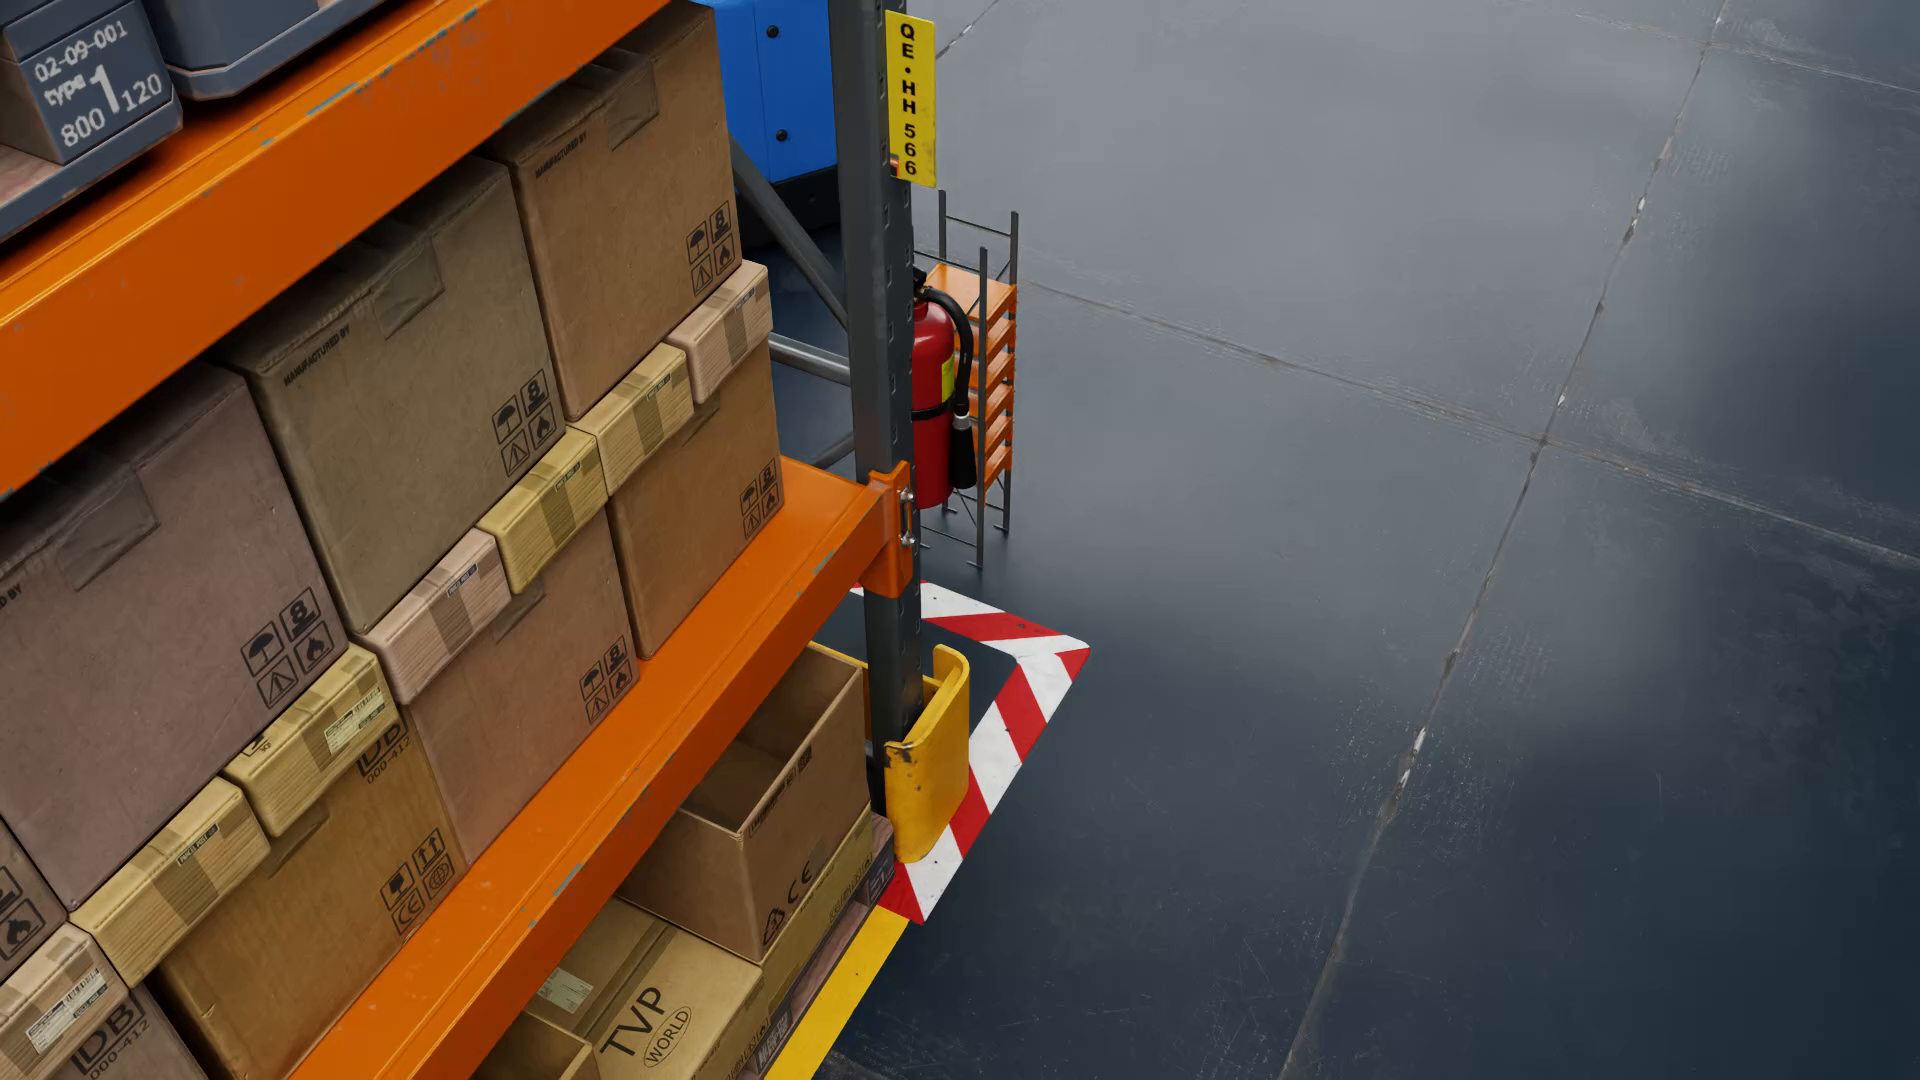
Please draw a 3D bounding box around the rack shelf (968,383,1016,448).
[{"bbox_3d":[0.007,-0.400,4.864,0.258,0.103,0.180,20,49,19],"label":"rack shelf"}]

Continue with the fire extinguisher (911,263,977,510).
[{"bbox_3d":[-0.096,-0.361,3.552,0.296,0.674,0.183,20,49,19],"label":"fire extinguisher"}]

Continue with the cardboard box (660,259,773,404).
[{"bbox_3d":[-0.571,-0.427,3.036,0.380,0.149,0.250,20,49,18],"label":"cardboard box"}]

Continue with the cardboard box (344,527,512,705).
[{"bbox_3d":[-0.928,0.058,2.558,0.380,0.149,0.250,21,49,20],"label":"cardboard box"}]

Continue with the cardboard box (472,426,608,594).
[{"bbox_3d":[-0.809,-0.100,2.714,0.380,0.149,0.250,20,49,18],"label":"cardboard box"}]

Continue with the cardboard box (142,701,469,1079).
[{"bbox_3d":[-1.265,0.431,2.645,0.700,0.500,0.500,21,49,19],"label":"cardboard box"}]

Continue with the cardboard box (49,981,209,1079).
[{"bbox_3d":[-1.506,0.764,2.316,0.700,0.500,0.500,22,49,20],"label":"cardboard box"}]

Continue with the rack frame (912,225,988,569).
[{"bbox_3d":[-0.036,-0.373,4.775,0.240,1.200,0.006,20,49,19],"label":"rack frame"}]

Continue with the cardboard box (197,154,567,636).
[{"bbox_3d":[-1.054,-0.302,2.457,0.700,0.500,0.500,19,48,18],"label":"cardboard box"}]

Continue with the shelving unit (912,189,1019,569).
[{"bbox_3d":[0.007,-0.431,4.832,0.258,1.200,0.189,20,49,19],"label":"shelving unit"}]

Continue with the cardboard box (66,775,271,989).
[{"bbox_3d":[-1.170,0.390,2.230,0.380,0.149,0.250,22,49,20],"label":"cardboard box"}]

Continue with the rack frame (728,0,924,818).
[{"bbox_3d":[-0.562,-0.467,3.603,1.000,3.000,0.127,20,49,19],"label":"rack frame"}]

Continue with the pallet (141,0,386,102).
[{"bbox_3d":[-0.913,-1.054,2.135,1.003,0.211,1.213,20,49,19],"label":"pallet"}]

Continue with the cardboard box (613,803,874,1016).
[{"bbox_3d":[-0.549,0.787,4.001,0.500,0.250,0.500,20,49,19],"label":"cardboard box"}]

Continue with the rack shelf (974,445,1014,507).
[{"bbox_3d":[0.007,-0.231,5.035,0.258,0.103,0.180,20,49,19],"label":"rack shelf"}]

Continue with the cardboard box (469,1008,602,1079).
[{"bbox_3d":[-0.998,1.159,3.106,0.500,0.500,0.500,20,49,19],"label":"cardboard box"}]

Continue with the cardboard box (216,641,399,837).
[{"bbox_3d":[-1.050,0.223,2.394,0.380,0.149,0.250,22,49,20],"label":"cardboard box"}]

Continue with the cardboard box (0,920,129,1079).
[{"bbox_3d":[-1.289,0.551,2.070,0.380,0.149,0.250,20,49,19],"label":"cardboard box"}]

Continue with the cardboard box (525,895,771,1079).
[{"bbox_3d":[-0.771,1.106,3.686,0.500,0.250,0.500,20,49,19],"label":"cardboard box"}]

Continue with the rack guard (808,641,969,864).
[{"bbox_3d":[-0.551,0.396,4.507,1.175,0.500,0.348,20,49,19],"label":"rack guard"}]

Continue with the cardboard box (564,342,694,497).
[{"bbox_3d":[-0.691,-0.261,2.873,0.380,0.149,0.250,22,49,20],"label":"cardboard box"}]

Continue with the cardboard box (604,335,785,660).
[{"bbox_3d":[-0.790,-0.212,3.281,0.700,0.500,0.500,20,49,19],"label":"cardboard box"}]

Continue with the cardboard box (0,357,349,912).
[{"bbox_3d":[-1.287,0.016,2.143,0.700,0.500,0.500,21,49,19],"label":"cardboard box"}]

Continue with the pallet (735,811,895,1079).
[{"bbox_3d":[-0.880,1.009,4.105,1.003,0.211,1.213,20,49,19],"label":"pallet"}]

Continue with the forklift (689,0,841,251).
[{"bbox_3d":[-1.405,-3.060,6.213,1.130,2.935,3.031,-21,49,-19],"label":"forklift"}]

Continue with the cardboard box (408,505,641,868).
[{"bbox_3d":[-1.029,0.120,2.952,0.700,0.500,0.500,22,49,20],"label":"cardboard box"}]

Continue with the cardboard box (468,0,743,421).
[{"bbox_3d":[-0.815,-0.635,2.786,0.700,0.500,0.500,21,49,19],"label":"cardboard box"}]

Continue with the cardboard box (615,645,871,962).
[{"bbox_3d":[-0.547,0.524,3.734,0.500,0.500,0.500,20,49,19],"label":"cardboard box"}]

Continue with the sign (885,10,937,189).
[{"bbox_3d":[-0.088,-0.769,2.921,0.100,0.325,0.005,20,49,19],"label":"sign"}]

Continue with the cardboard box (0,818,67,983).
[{"bbox_3d":[-1.520,0.331,1.831,0.700,0.500,0.500,20,49,19],"label":"cardboard box"}]

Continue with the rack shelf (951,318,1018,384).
[{"bbox_3d":[0.007,-0.568,4.693,0.258,0.103,0.180,20,49,19],"label":"rack shelf"}]

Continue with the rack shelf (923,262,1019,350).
[{"bbox_3d":[0.007,-0.653,4.608,0.258,0.103,0.180,20,49,19],"label":"rack shelf"}]

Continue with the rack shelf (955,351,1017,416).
[{"bbox_3d":[0.007,-0.484,4.779,0.258,0.103,0.180,20,49,19],"label":"rack shelf"}]

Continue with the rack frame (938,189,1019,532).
[{"bbox_3d":[0.049,-0.489,4.889,0.240,1.200,0.006,20,49,19],"label":"rack frame"}]

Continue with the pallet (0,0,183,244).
[{"bbox_3d":[-1.478,-0.282,1.373,1.003,0.211,1.213,20,49,19],"label":"pallet"}]

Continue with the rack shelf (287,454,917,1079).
[{"bbox_3d":[-1.490,1.046,2.613,1.077,0.370,4.000,20,49,19],"label":"rack shelf"}]

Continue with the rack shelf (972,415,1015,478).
[{"bbox_3d":[0.007,-0.315,4.949,0.258,0.103,0.180,20,49,19],"label":"rack shelf"}]
